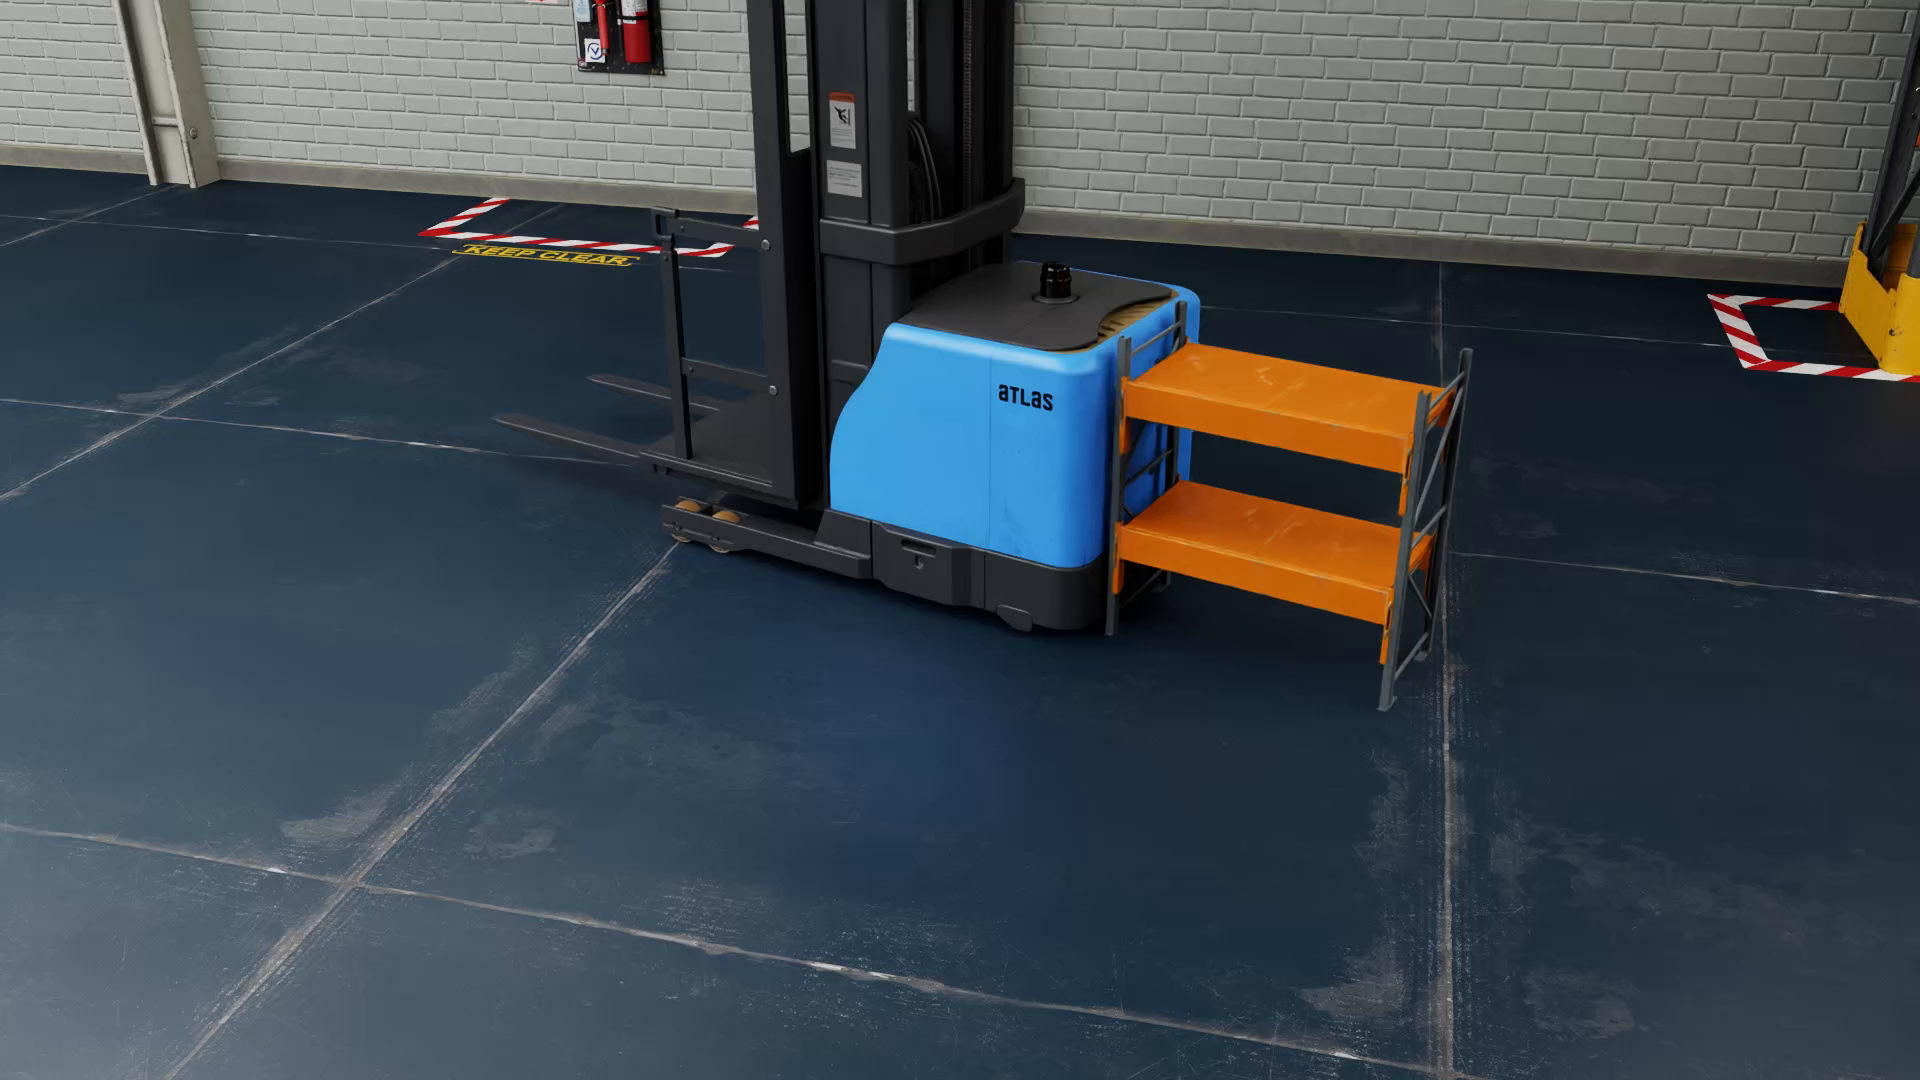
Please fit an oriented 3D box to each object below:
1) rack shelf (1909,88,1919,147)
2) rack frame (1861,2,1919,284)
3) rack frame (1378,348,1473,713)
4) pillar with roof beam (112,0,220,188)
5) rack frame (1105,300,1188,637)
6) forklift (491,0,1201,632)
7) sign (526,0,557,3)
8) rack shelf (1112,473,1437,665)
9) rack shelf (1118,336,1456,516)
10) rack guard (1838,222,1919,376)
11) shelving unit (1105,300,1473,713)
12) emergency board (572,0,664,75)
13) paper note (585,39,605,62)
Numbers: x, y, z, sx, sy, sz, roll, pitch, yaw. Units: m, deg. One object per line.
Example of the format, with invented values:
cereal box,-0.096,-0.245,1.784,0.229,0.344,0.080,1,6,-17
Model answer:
rack shelf,6.928,-1.906,8.101,4.000,0.370,1.077,6,26,13
rack frame,4.991,-2.445,8.396,0.127,3.000,1.000,6,26,13
rack frame,1.539,-0.028,5.499,0.032,1.125,0.500,15,29,28
pillar with roof beam,-6.810,-4.931,6.639,0.400,9.000,9.100,6,26,13
rack frame,0.669,-0.254,5.974,0.032,1.125,0.500,15,29,28
forklift,-0.611,-1.449,6.384,3.031,2.935,1.130,15,29,28
sign,-2.820,-3.771,11.140,0.234,0.329,0.001,6,26,13
rack shelf,1.104,0.080,5.842,1.000,0.278,0.538,15,29,28
rack shelf,1.104,-0.405,5.611,1.000,0.278,0.538,15,29,28
rack guard,5.064,-1.308,8.916,0.348,0.500,1.175,6,26,13
shelving unit,1.104,-0.141,5.737,1.048,1.125,0.538,15,29,28
emergency board,-2.311,-3.653,10.933,0.643,1.169,0.194,6,26,13
paper note,-2.465,-3.303,11.223,0.142,0.148,0.016,6,26,13
